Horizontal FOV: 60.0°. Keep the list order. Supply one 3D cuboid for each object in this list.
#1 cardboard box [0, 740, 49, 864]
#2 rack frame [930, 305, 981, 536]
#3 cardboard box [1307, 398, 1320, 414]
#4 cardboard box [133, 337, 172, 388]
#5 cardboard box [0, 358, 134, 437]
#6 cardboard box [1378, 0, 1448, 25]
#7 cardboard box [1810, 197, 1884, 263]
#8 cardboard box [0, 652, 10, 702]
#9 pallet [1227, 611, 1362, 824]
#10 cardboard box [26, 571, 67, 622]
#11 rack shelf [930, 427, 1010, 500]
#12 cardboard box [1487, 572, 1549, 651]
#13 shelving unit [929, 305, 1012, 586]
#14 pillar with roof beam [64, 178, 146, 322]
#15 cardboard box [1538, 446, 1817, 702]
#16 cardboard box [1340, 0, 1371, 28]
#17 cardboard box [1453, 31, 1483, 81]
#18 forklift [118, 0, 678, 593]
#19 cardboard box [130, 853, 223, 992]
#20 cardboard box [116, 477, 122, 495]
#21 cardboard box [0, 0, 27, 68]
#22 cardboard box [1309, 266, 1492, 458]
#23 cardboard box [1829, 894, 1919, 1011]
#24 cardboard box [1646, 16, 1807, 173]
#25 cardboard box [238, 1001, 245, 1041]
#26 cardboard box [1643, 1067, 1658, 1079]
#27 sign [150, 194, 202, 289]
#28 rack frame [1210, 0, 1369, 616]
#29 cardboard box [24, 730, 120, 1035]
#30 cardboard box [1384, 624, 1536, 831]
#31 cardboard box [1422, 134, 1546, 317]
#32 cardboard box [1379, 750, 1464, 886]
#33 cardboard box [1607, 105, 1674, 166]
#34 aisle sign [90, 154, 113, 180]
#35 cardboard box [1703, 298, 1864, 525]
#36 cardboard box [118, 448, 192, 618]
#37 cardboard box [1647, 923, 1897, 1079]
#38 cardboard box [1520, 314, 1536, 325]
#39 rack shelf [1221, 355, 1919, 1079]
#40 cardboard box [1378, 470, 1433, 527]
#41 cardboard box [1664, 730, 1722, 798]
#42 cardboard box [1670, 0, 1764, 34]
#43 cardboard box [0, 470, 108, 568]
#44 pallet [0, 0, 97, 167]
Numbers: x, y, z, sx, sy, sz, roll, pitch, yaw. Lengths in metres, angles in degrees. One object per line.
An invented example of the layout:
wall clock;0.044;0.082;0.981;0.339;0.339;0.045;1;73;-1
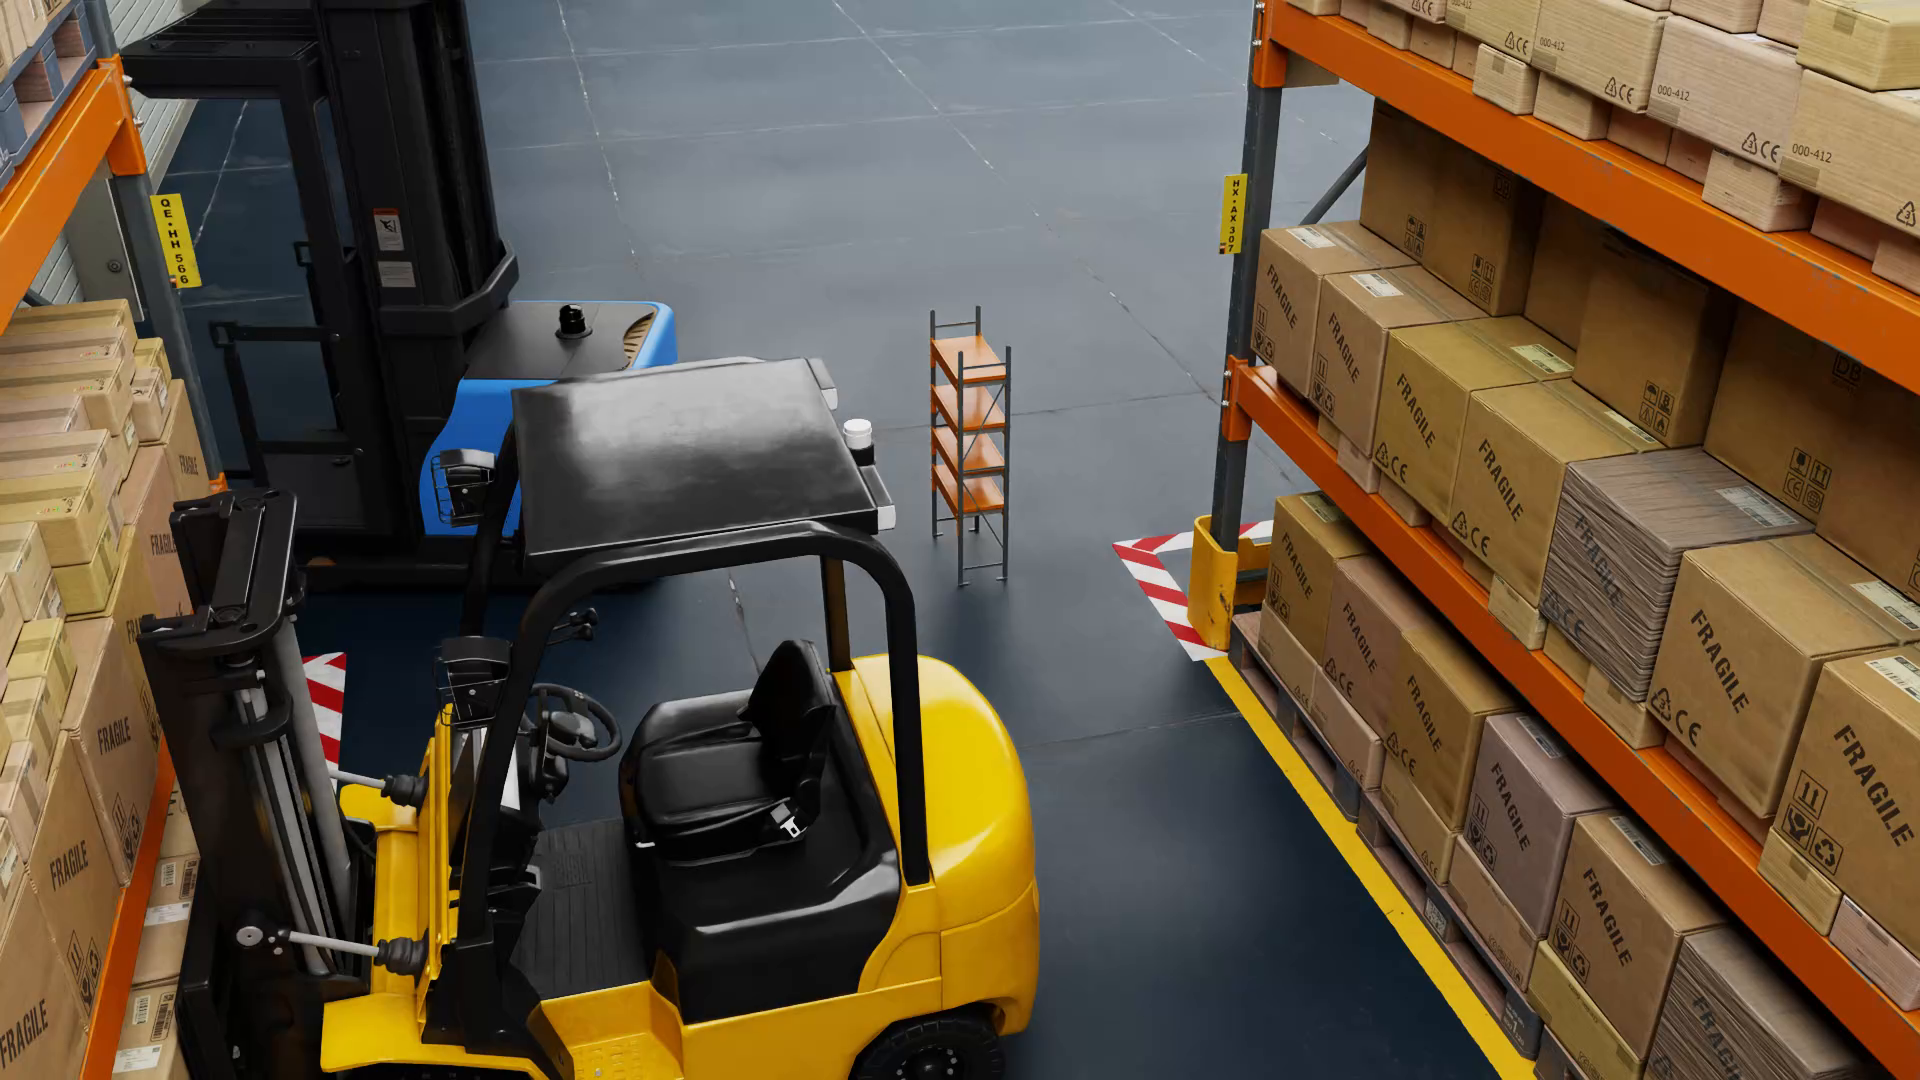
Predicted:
cardboard box;-2.166;0.581;3.504;0.380;0.149;0.250;-8;31;-14
rack frame;-0.021;-0.557;8.015;0.240;1.200;0.015;-8;31;-13
cardboard box;1.587;-0.576;6.502;0.380;0.149;0.250;-7;31;-13
cardboard box;-2.806;-0.528;5.421;0.380;0.149;0.250;-7;31;-13
cardboard box;-2.679;-0.405;4.911;0.380;0.149;0.250;-7;31;-12
cardboard box;1.617;-1.836;5.286;0.500;0.250;0.500;-8;31;-14
cardboard box;2.205;-0.749;3.806;0.380;0.149;0.250;-9;31;-15
cardboard box;-2.324;0.339;3.625;0.380;0.149;0.250;-8;31;-13
pallet;1.818;0.644;6.926;1.003;0.211;1.213;-8;31;-13
cardboard box;-2.463;0.220;4.128;0.380;0.149;0.250;-8;31;-14
rack shelf;0.044;-0.381;7.845;0.258;0.148;0.480;-8;31;-13
cardboard box;1.883;0.192;5.174;0.380;0.149;0.250;-8;31;-13
shelving unit;0.044;-0.439;7.811;0.258;1.200;0.503;-8;31;-13
pillar with roof beam;-1.295;-5.945;9.539;9.100;9.000;0.400;-8;31;-13
cardboard box;2.035;0.084;4.713;0.500;0.500;0.500;-7;31;-12
cardboard box;1.547;-1.868;5.739;0.380;0.149;0.250;-9;31;-15
cardboard box;1.748;-1.491;5.088;0.380;0.149;0.250;-9;31;-15
forklift;-2.905;-1.285;7.544;3.031;2.935;1.130;1;30;1
cardboard box;-2.334;1.156;4.586;0.500;0.250;0.500;-8;31;-14
cardboard box;-2.645;-0.154;4.775;0.380;0.149;0.250;-8;31;-14
cardboard box;-2.589;-1.317;4.153;0.396;0.266;0.258;-8;31;-13
cardboard box;1.615;-0.653;5.987;0.500;0.500;0.500;-7;31;-12
cardboard box;2.299;0.929;3.901;0.380;0.149;0.250;-8;31;-14
cardboard box;2.045;-1.096;4.008;0.500;0.250;0.500;-8;31;-14
cardboard box;-2.333;1.591;4.833;0.500;0.250;0.500;-7;31;-12
cardboard box;2.262;1.694;4.655;0.500;0.250;0.500;-6;31;-11
sign;-2.642;-1.004;5.598;0.100;0.325;0.005;-8;31;-13
rack frame;1.616;-0.996;6.977;1.000;3.000;0.127;-8;31;-13
cardboard box;-2.263;0.811;3.754;0.500;0.500;0.500;-8;31;-14
cardboard box;1.839;0.620;5.761;0.500;0.500;0.500;-7;31;-12
cardboard box;2.089;-1.138;5.827;0.700;0.500;0.500;-8;31;-13
cardboard box;1.849;0.948;5.944;0.500;0.250;0.500;-6;31;-10
cardboard box;1.982;-1.125;4.456;0.380;0.149;0.250;-8;31;-14
aisle sign;-2.903;-1.531;5.305;0.394;0.787;0.004;-8;31;-13
cardboard box;2.548;-0.406;4.563;0.700;0.500;0.500;-9;31;-14
cardboard box;-2.656;0.077;5.023;0.500;0.500;0.500;-7;31;-12
cardboard box;2.262;1.369;4.467;0.500;0.500;0.500;-8;31;-14
cardboard box;2.154;-0.701;6.069;0.500;0.500;0.500;-8;31;-13
rack shelf;2.147;0.281;5.489;1.077;0.370;4.000;-8;31;-13
cardboard box;1.704;-0.188;5.831;0.380;0.149;0.250;-7;31;-12
cardboard box;2.179;0.552;4.554;0.380;0.149;0.250;-8;31;-14
cardboard box;1.974;-1.341;4.033;0.380;0.149;0.250;-7;31;-13
cardboard box;-2.435;-0.039;4.279;0.380;0.149;0.250;-7;31;-12
pallet;-3.006;-1.250;4.509;1.003;0.211;1.213;-8;31;-13
